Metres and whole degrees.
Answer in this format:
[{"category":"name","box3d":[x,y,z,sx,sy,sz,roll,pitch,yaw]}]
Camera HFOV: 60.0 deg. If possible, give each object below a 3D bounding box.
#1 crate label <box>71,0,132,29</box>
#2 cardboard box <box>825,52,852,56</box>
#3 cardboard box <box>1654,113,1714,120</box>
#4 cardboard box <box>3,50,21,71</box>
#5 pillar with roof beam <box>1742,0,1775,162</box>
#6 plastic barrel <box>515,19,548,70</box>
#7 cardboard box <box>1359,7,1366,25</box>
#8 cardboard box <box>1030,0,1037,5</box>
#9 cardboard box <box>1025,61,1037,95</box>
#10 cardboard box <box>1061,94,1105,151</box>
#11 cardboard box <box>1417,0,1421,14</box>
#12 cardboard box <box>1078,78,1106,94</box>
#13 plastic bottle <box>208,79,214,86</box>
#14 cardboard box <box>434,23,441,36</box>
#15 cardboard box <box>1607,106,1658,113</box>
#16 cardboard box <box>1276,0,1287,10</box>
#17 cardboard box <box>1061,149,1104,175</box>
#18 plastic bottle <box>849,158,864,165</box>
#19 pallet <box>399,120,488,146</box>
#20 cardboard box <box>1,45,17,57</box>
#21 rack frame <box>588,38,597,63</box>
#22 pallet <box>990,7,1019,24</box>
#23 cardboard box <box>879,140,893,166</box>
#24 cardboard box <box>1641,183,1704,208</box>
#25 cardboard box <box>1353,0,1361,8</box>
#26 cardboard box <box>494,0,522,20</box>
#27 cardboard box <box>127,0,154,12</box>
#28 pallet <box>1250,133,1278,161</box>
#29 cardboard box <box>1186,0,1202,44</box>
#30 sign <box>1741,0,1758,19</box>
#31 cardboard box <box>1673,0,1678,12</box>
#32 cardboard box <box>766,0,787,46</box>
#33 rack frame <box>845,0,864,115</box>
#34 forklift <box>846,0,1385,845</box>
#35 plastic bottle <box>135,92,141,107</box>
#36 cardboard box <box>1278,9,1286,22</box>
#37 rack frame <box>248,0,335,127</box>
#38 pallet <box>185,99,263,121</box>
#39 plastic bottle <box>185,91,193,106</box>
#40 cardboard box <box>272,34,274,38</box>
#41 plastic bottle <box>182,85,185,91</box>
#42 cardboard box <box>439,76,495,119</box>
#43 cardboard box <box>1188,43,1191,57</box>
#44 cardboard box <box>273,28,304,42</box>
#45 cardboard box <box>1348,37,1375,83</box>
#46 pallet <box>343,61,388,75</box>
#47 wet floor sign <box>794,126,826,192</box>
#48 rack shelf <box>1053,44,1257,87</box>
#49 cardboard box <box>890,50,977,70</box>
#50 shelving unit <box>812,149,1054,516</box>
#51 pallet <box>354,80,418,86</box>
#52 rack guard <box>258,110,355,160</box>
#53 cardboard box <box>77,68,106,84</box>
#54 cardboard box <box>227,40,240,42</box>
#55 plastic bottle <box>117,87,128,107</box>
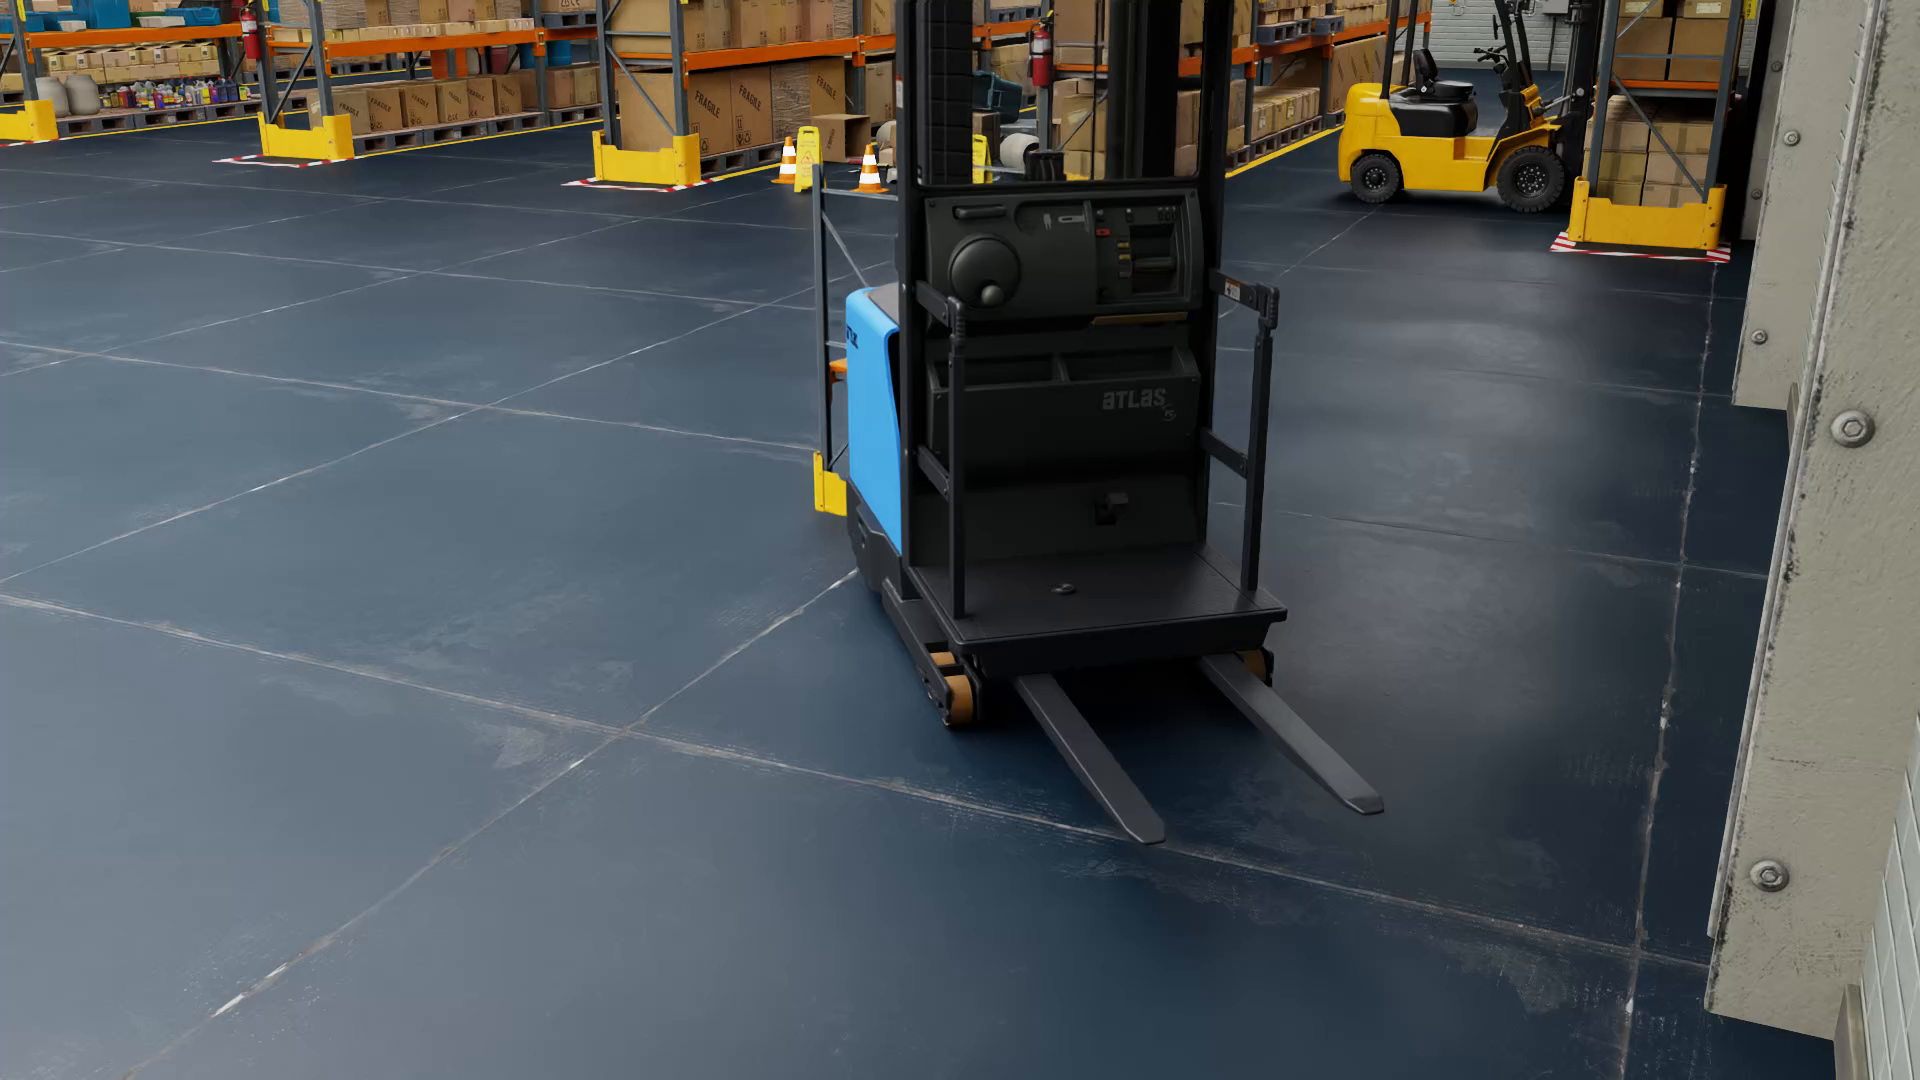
[{"category":"crate label","box3d":[-11.818,-7.269,22.880,0.502,0.435,0.616,9,21,23]},{"category":"cardboard box","box3d":[-2.549,-9.029,30.425,0.875,0.875,0.875,9,21,23]},{"category":"cardboard box","box3d":[6.336,-3.581,14.547,0.500,0.250,0.500,9,21,23]},{"category":"cardboard box","box3d":[-15.300,-7.886,27.307,0.500,0.311,0.500,9,21,23]},{"category":"pillar with roof beam","box3d":[5.402,-9.274,19.617,9.100,9.000,0.400,9,21,23]},{"category":"plastic barrel","box3d":[-7.939,-9.150,30.725,0.600,0.901,0.708,9,21,23]},{"category":"cardboard box","box3d":[5.554,-7.574,24.012,0.500,0.250,0.500,9,21,23]},{"category":"cardboard box","box3d":[0.970,-8.381,25.806,0.380,0.149,0.250,8,21,21]},{"category":"cardboard box","box3d":[0.885,-7.220,25.899,0.500,0.500,0.500,8,21,21]},{"category":"cardboard box","box3d":[1.325,-4.150,16.519,0.500,0.500,0.500,9,21,23]},{"category":"cardboard box","box3d":[7.410,-9.058,27.813,0.500,0.500,0.500,9,22,24]},{"category":"cardboard box","box3d":[1.414,-4.577,16.751,0.380,0.149,0.250,9,22,24]},{"category":"plastic bottle","box3d":[-11.217,-6.760,24.916,0.097,0.271,0.097,0,20,0]},{"category":"cardboard box","box3d":[-6.788,-6.449,21.001,0.380,0.149,0.250,9,21,23]},{"category":"cardboard box","box3d":[6.070,-3.803,15.170,0.500,0.250,0.500,9,21,23]},{"category":"cardboard box","box3d":[3.531,-6.479,19.489,0.500,0.500,0.500,9,21,23]},{"category":"cardboard box","box3d":[1.331,-3.807,16.674,0.500,0.250,0.500,8,21,22]},{"category":"plastic bottle","box3d":[-1.123,-4.354,19.121,0.283,0.061,0.133,1,20,4]},{"category":"pallet","box3d":[-6.909,-5.298,21.550,1.003,0.211,1.213,9,21,23]},{"category":"cardboard box","box3d":[-18.334,-9.260,31.604,0.700,0.500,0.500,9,21,23]},{"category":"rack frame","box3d":[-7.411,-10.321,31.514,1.000,3.000,0.127,9,21,23]},{"category":"pallet","box3d":[0.148,-7.849,24.850,1.213,0.211,1.003,9,21,23]},{"category":"cardboard box","box3d":[-0.708,-4.418,18.996,0.396,0.266,0.258,13,23,32]},{"category":"cardboard box","box3d":[6.145,-2.959,14.290,0.500,0.250,0.500,9,21,23]},{"category":"cardboard box","box3d":[5.372,-7.653,23.490,0.500,0.250,0.500,8,21,22]},{"category":"cardboard box","box3d":[-6.409,-7.254,22.297,0.875,0.500,0.500,9,21,23]},{"category":"cardboard box","box3d":[-14.238,-9.311,28.525,0.500,0.500,0.500,7,21,20]},{"category":"pallet","box3d":[3.191,-4.761,20.040,1.003,0.211,1.213,9,21,23]},{"category":"cardboard box","box3d":[2.099,-5.222,16.583,0.500,0.500,0.500,8,21,22]},{"category":"sign","box3d":[6.269,-4.301,13.175,0.100,0.325,0.005,9,21,23]},{"category":"cardboard box","box3d":[6.339,-4.890,15.125,0.380,0.149,0.250,8,21,22]},{"category":"cardboard box","box3d":[-2.483,-5.945,18.985,0.875,0.550,0.500,9,21,23]},{"category":"rack frame","box3d":[-1.684,-6.485,20.726,1.000,3.000,0.127,9,21,23]},{"category":"forklift","box3d":[0.401,-0.929,5.208,1.130,2.935,3.031,-5,20,-14]},{"category":"plastic bottle","box3d":[-11.666,-6.268,23.635,0.097,0.201,0.097,0,20,0]},{"category":"cardboard box","box3d":[3.688,-6.286,19.917,0.380,0.149,0.250,9,21,24]},{"category":"rack frame","box3d":[-7.806,-5.973,19.288,1.000,3.000,0.127,9,21,23]},{"category":"pallet","box3d":[-11.000,-6.362,24.543,1.003,0.211,1.213,9,21,23]},{"category":"plastic bottle","box3d":[-10.992,-6.282,23.675,0.097,0.201,0.097,0,20,0]},{"category":"cardboard box","box3d":[-12.963,-9.811,32.035,0.500,0.250,0.500,8,21,22]},{"category":"plastic bottle","box3d":[-11.066,-6.375,23.814,0.061,0.283,0.133,9,21,23]},{"category":"cardboard box","box3d":[-6.596,-5.923,22.251,0.500,0.500,0.500,17,26,40]},{"category":"cardboard box","box3d":[2.111,-4.964,16.824,0.380,0.149,0.250,9,22,25]},{"category":"cardboard box","box3d":[-7.877,-5.970,19.655,0.380,0.149,0.250,9,21,23]},{"category":"cardboard box","box3d":[5.605,-7.001,24.722,0.875,0.875,0.875,9,22,24]},{"category":"pallet","box3d":[-12.227,-9.434,33.182,1.003,0.211,1.213,9,21,23]},{"category":"wet floor sign","box3d":[-1.528,-3.872,16.893,0.267,0.644,0.232,5,20,13]},{"category":"rack shelf","box3d":[2.054,-4.886,17.304,1.077,0.370,4.000,9,21,23]},{"category":"cardboard box","box3d":[-0.378,-6.671,23.982,1.050,0.750,0.750,8,21,22]},{"category":"shelving unit","box3d":[-0.091,-0.933,7.353,0.587,1.500,1.083,14,24,35]},{"category":"pallet","box3d":[-9.401,-7.553,27.892,1.003,0.211,1.213,9,21,23]},{"category":"rack guard","box3d":[-7.775,-4.819,19.772,1.175,0.500,0.348,9,21,23]},{"category":"cardboard box","box3d":[-14.602,-7.704,27.632,0.500,0.250,0.500,9,22,24]},{"category":"cardboard box","box3d":[-13.397,-9.127,31.230,0.500,0.500,0.500,9,22,25]},{"category":"plastic bottle","box3d":[-11.844,-6.272,23.536,0.152,0.276,0.135,9,21,23]}]
